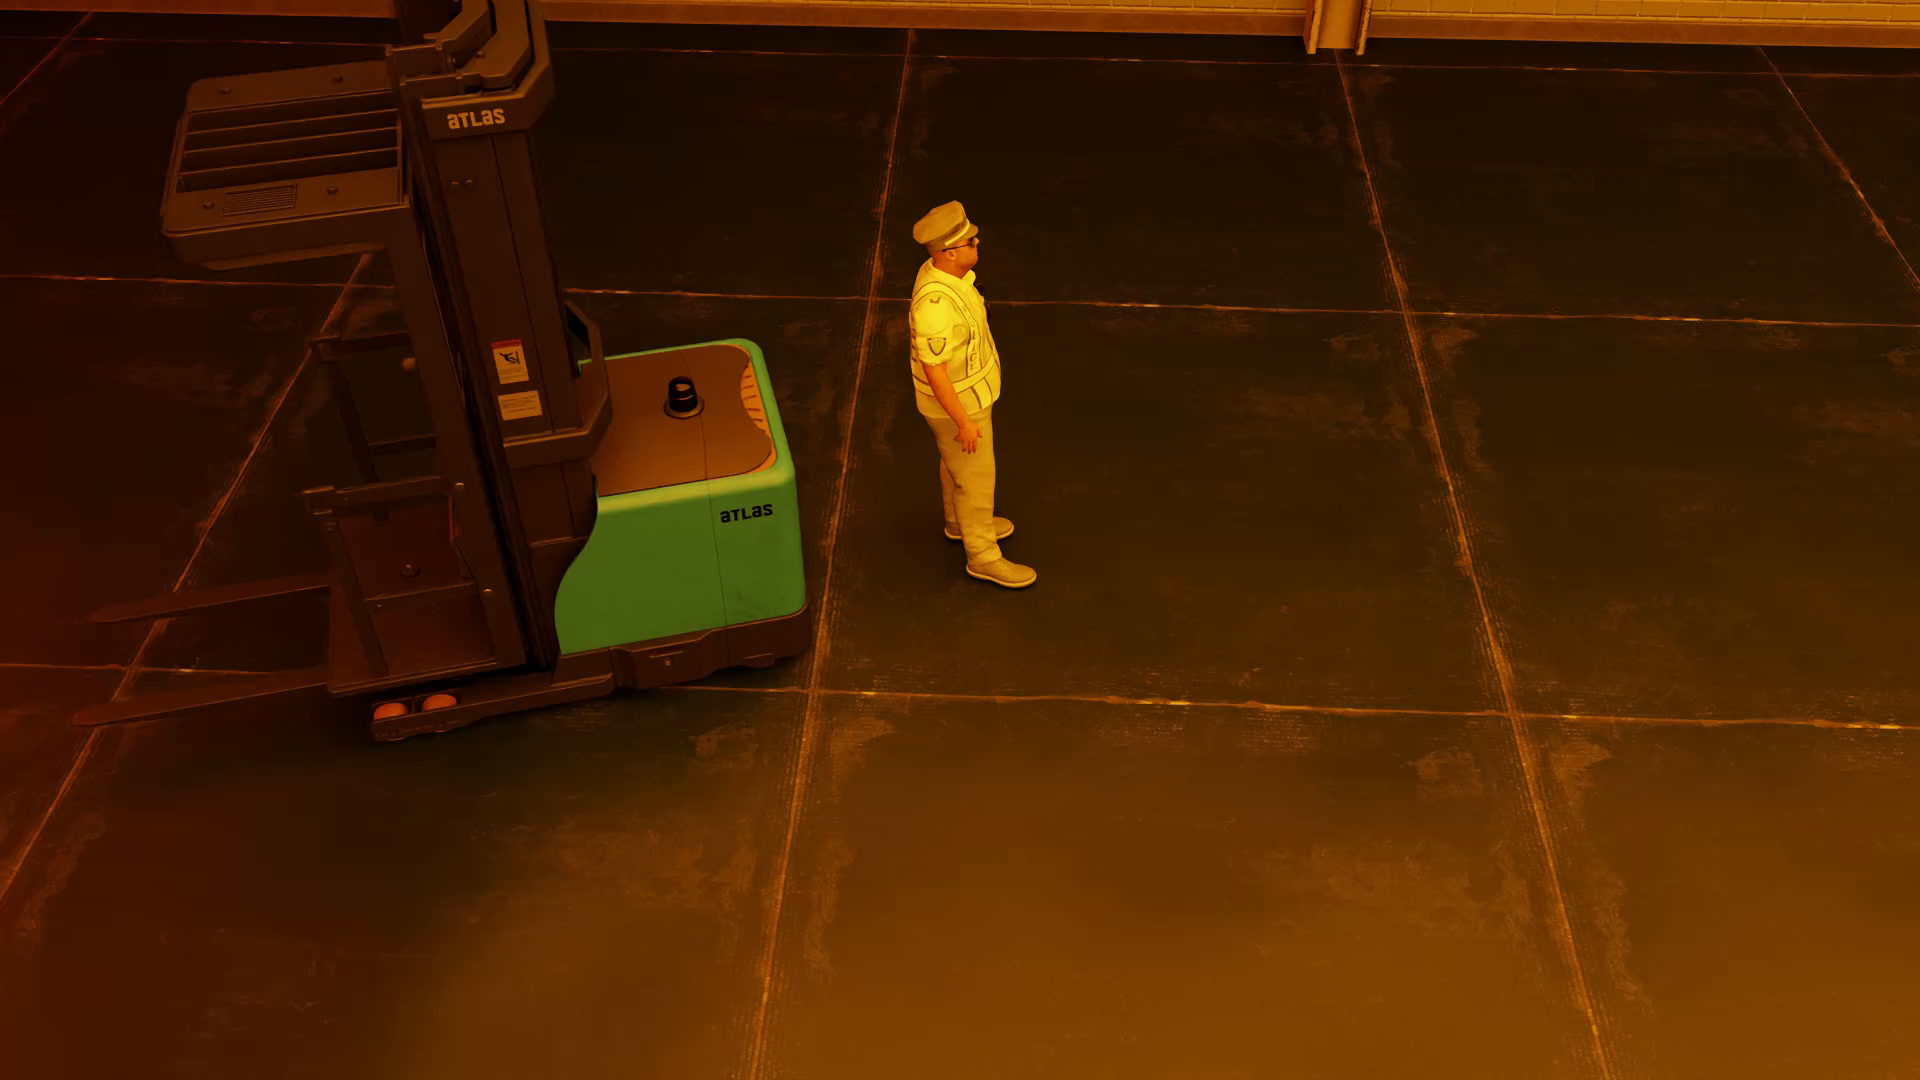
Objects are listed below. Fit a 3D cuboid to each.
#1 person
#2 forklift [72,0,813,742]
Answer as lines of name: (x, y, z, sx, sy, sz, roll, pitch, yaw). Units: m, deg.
person: (0.077, -0.652, 7.300, 0.575, 1.779, 0.640, 2, 42, 2)
forklift: (-2.225, -0.634, 6.437, 3.031, 2.935, 1.130, -10, 43, -10)
